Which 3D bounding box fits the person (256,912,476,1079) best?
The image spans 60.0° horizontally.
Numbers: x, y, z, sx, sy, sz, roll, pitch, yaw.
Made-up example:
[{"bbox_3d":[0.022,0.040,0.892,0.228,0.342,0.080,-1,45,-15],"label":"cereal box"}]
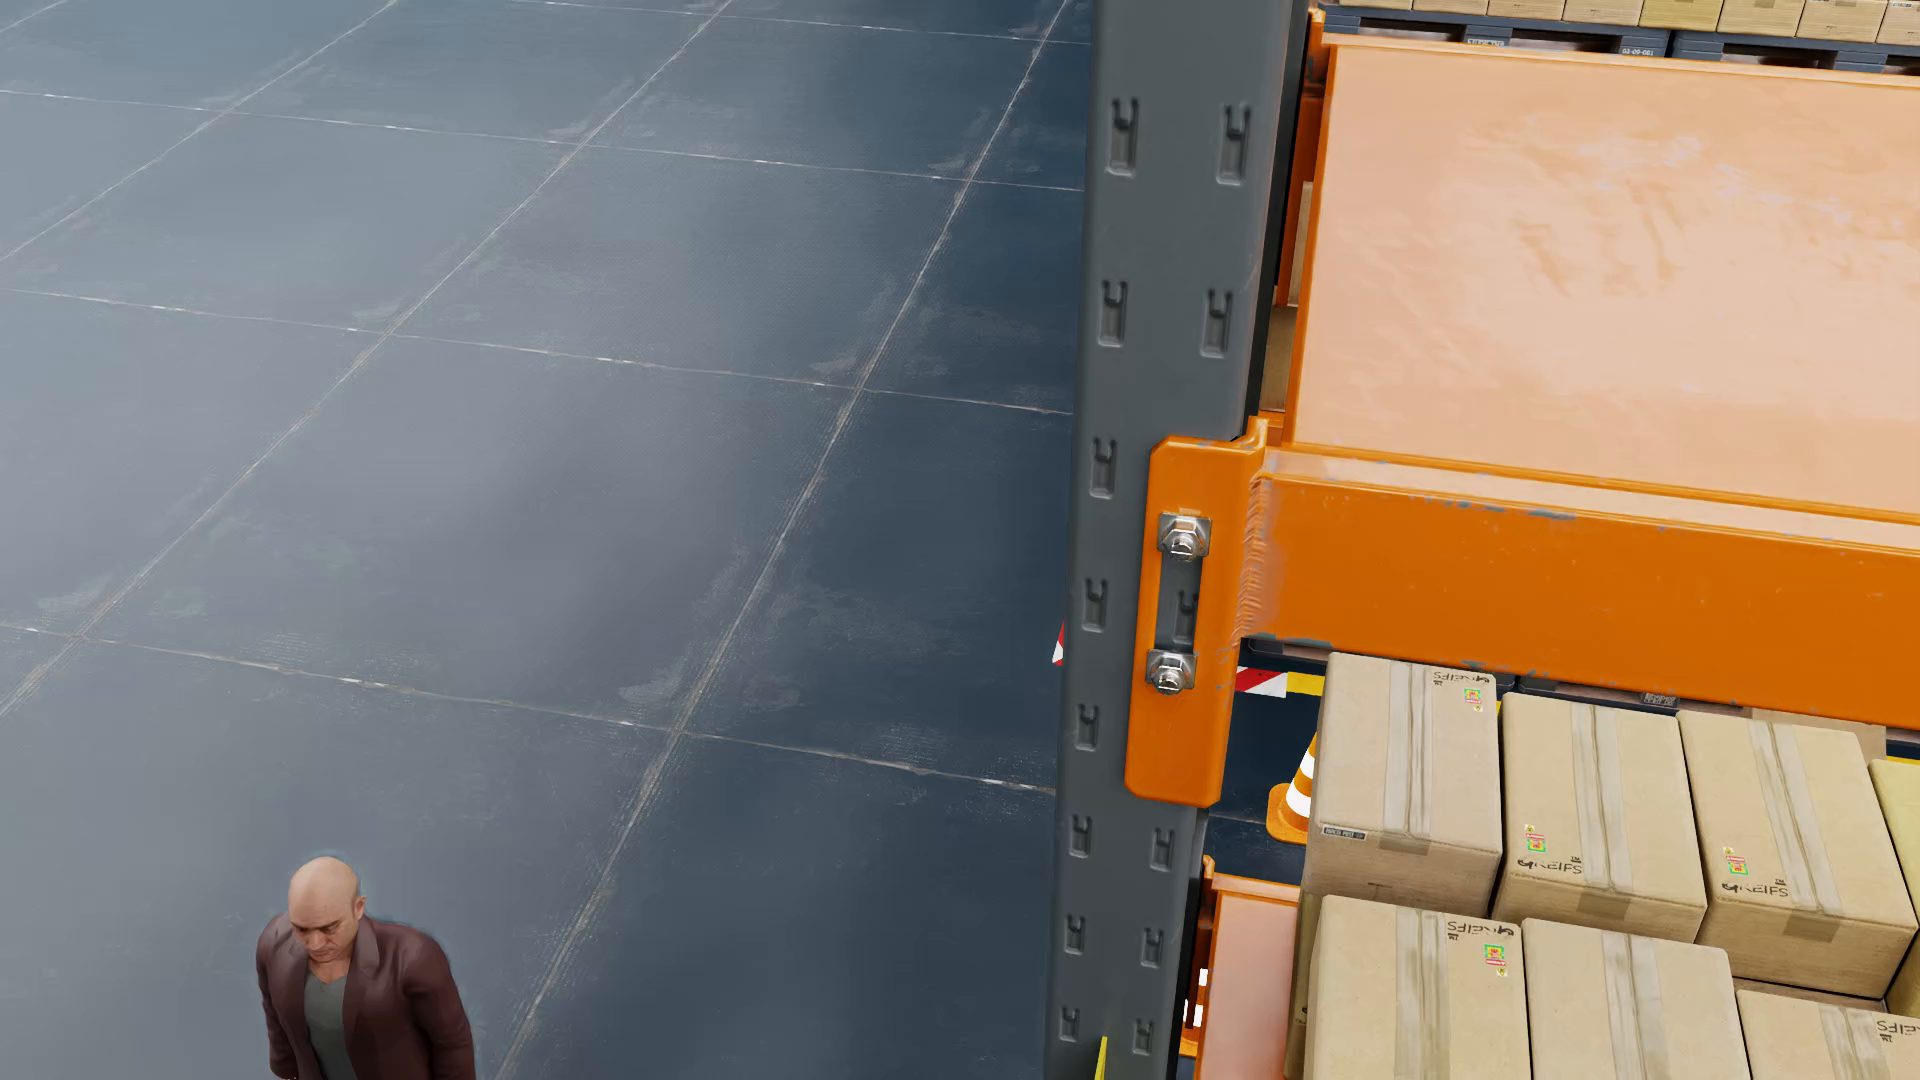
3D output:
[{"bbox_3d":[-1.677,1.656,4.829,0.653,1.574,0.534,4,36,5],"label":"person"}]
